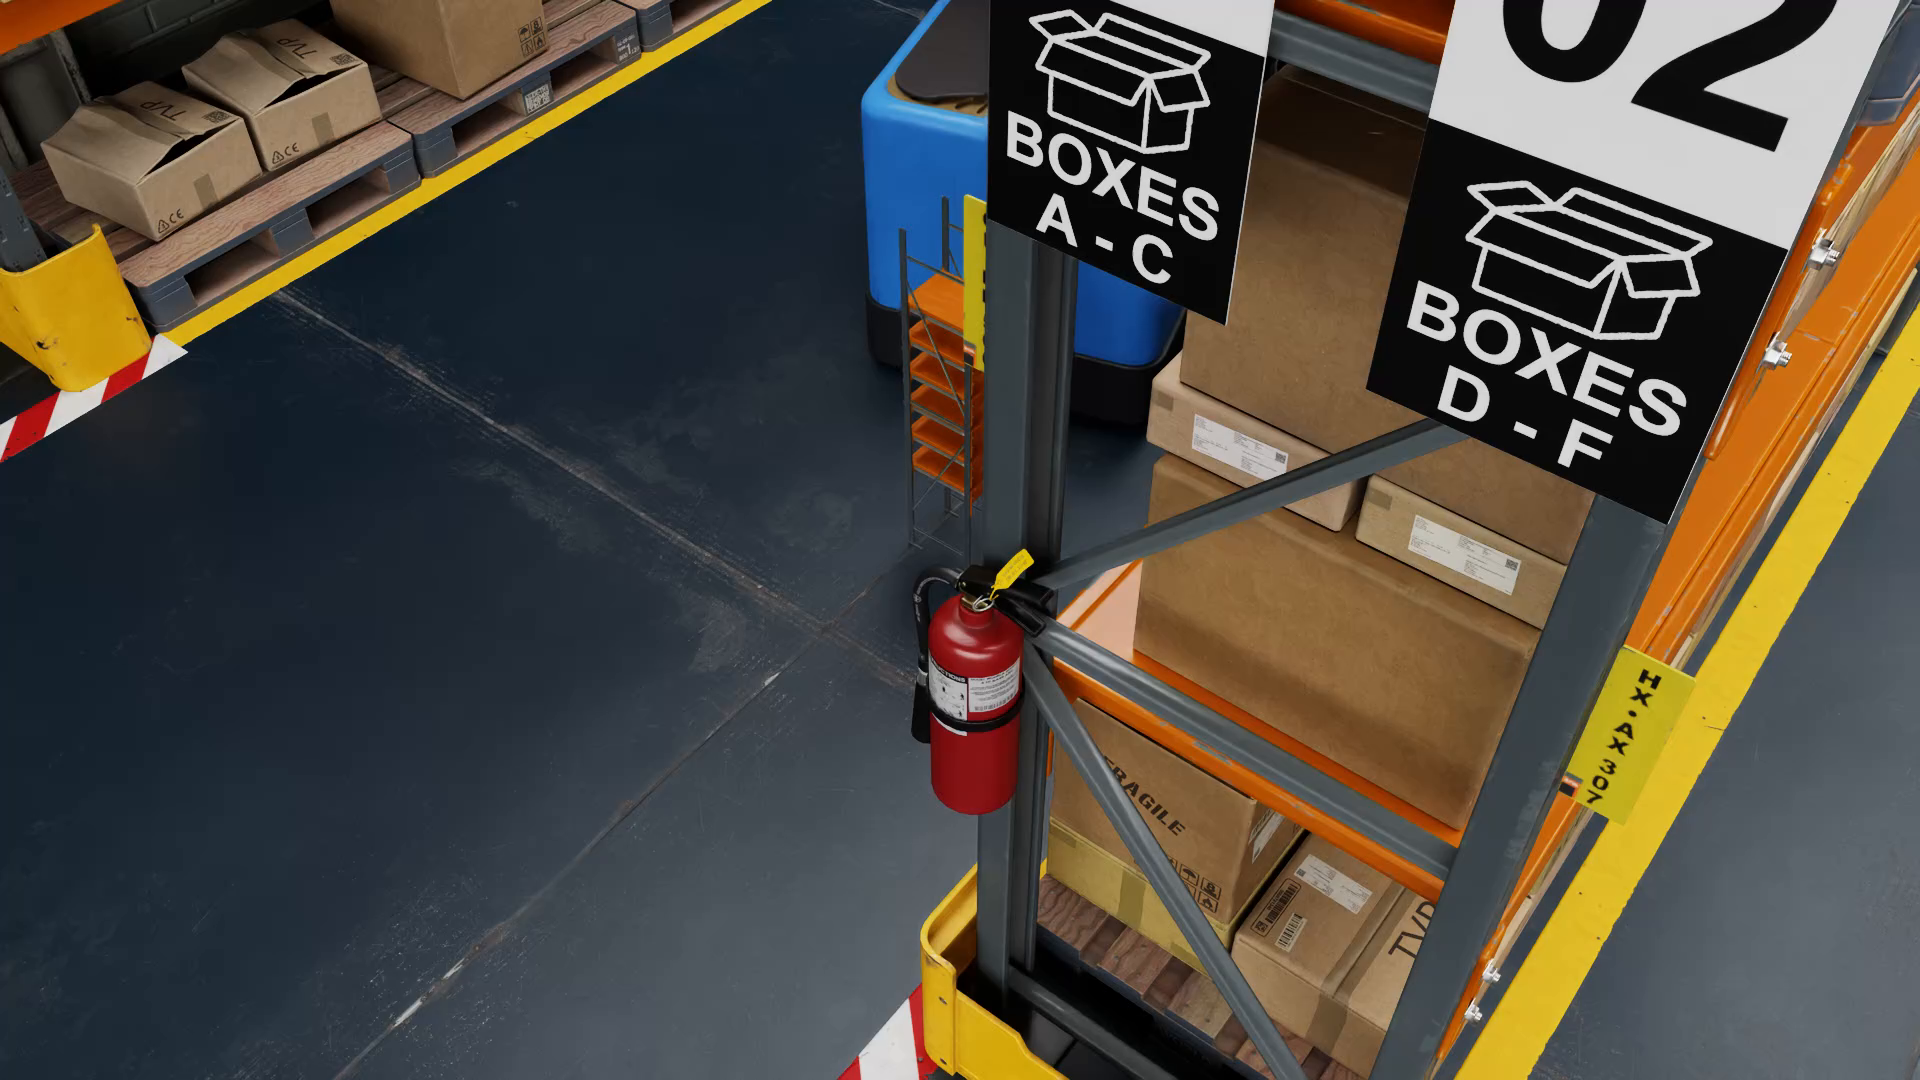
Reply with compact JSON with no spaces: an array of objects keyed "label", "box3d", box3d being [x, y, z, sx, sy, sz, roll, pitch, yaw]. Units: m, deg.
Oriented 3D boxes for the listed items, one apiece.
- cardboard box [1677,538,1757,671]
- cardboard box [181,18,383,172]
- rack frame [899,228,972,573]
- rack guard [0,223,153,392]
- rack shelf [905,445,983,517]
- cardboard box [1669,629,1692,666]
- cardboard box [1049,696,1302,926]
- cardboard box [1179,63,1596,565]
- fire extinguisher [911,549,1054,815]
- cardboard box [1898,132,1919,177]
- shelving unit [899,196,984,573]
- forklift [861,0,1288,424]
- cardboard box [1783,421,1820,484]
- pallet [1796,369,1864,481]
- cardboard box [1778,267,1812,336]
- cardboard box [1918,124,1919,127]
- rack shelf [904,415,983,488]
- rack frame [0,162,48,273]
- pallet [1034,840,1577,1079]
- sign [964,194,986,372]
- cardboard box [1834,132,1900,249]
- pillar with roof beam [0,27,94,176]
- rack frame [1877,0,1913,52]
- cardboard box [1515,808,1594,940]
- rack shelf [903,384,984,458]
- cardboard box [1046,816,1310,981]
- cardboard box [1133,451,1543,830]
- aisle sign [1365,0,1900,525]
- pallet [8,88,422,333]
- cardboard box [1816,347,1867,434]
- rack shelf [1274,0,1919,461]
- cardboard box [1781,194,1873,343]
[{"label":"cardboard box","box3d":[1.890,0.087,4.704,0.500,0.250,0.500,29,53,25]},{"label":"cardboard box","box3d":[-2.612,-1.745,6.398,0.500,0.311,0.500,34,55,28]},{"label":"rack frame","box3d":[-0.065,-0.354,4.758,0.240,1.200,0.006,29,53,25]},{"label":"rack guard","box3d":[-3.408,-1.020,5.878,1.175,0.500,0.348,29,53,25]},{"label":"rack shelf","box3d":[-0.009,-0.210,5.014,0.258,0.103,0.180,29,53,25]},{"label":"cardboard box","box3d":[1.571,0.107,4.166,0.500,0.500,0.500,29,53,25]},{"label":"cardboard box","box3d":[0.560,0.455,3.833,0.500,0.500,0.500,29,53,25]},{"label":"cardboard box","box3d":[0.795,-0.426,2.616,0.700,0.500,0.500,29,53,25]},{"label":"fire extinguisher","box3d":[0.028,0.237,3.003,0.296,0.674,0.183,29,53,25]},{"label":"cardboard box","box3d":[2.330,-1.414,4.457,0.700,0.500,0.500,29,53,25]},{"label":"shelving unit","box3d":[-0.009,-0.406,4.808,0.258,1.200,0.189,29,53,25]},{"label":"forklift","box3d":[0.685,-2.482,5.594,1.130,2.935,3.031,16,48,14]},{"label":"cardboard box","box3d":[2.185,-0.464,4.712,0.500,0.500,0.500,29,53,25]},{"label":"pallet","box3d":[2.394,-0.541,5.621,1.003,0.211,1.213,29,53,25]},{"label":"cardboard box","box3d":[1.347,-0.478,3.114,0.380,0.149,0.250,28,53,24]},{"label":"cardboard box","box3d":[1.979,-1.070,3.680,0.380,0.149,0.250,31,54,26]},{"label":"rack shelf","box3d":[-0.009,-0.293,4.927,0.258,0.103,0.180,29,53,25]},{"label":"rack frame","box3d":[-3.455,-1.840,4.933,1.000,3.000,0.127,29,53,25]},{"label":"pallet","box3d":[0.902,0.855,4.287,1.003,0.211,1.213,29,53,25]},{"label":"sign","box3d":[0.047,-0.381,2.575,0.100,0.325,0.005,29,53,25]},{"label":"cardboard box","box3d":[1.664,-0.778,3.401,0.380,0.149,0.250,29,53,25]},{"label":"pillar with roof beam","box3d":[-0.305,-2.792,1.694,9.100,9.000,0.400,29,53,25]},{"label":"rack frame","box3d":[0.468,-1.724,0.674,1.000,3.000,0.127,29,53,25]},{"label":"cardboard box","box3d":[1.274,0.657,4.159,0.500,0.250,0.500,29,53,25]},{"label":"rack shelf","box3d":[-0.009,-0.375,4.840,0.258,0.103,0.180,29,53,25]},{"label":"cardboard box","box3d":[0.562,0.715,4.103,0.500,0.250,0.500,29,53,25]},{"label":"cardboard box","box3d":[0.763,0.052,3.057,0.700,0.500,0.500,29,53,25]},{"label":"aisle sign","box3d":[0.670,-0.377,1.738,0.394,0.787,0.004,29,53,25]},{"label":"pallet","box3d":[-2.884,-1.369,6.412,1.003,0.211,1.213,29,53,25]},{"label":"cardboard box","box3d":[2.489,-0.492,5.257,0.500,0.250,0.500,29,53,25]},{"label":"rack shelf","box3d":[1.690,-1.584,3.112,1.077,0.370,4.000,29,53,25]},{"label":"cardboard box","box3d":[1.707,-0.835,3.904,0.700,0.500,0.500,31,54,26]}]
